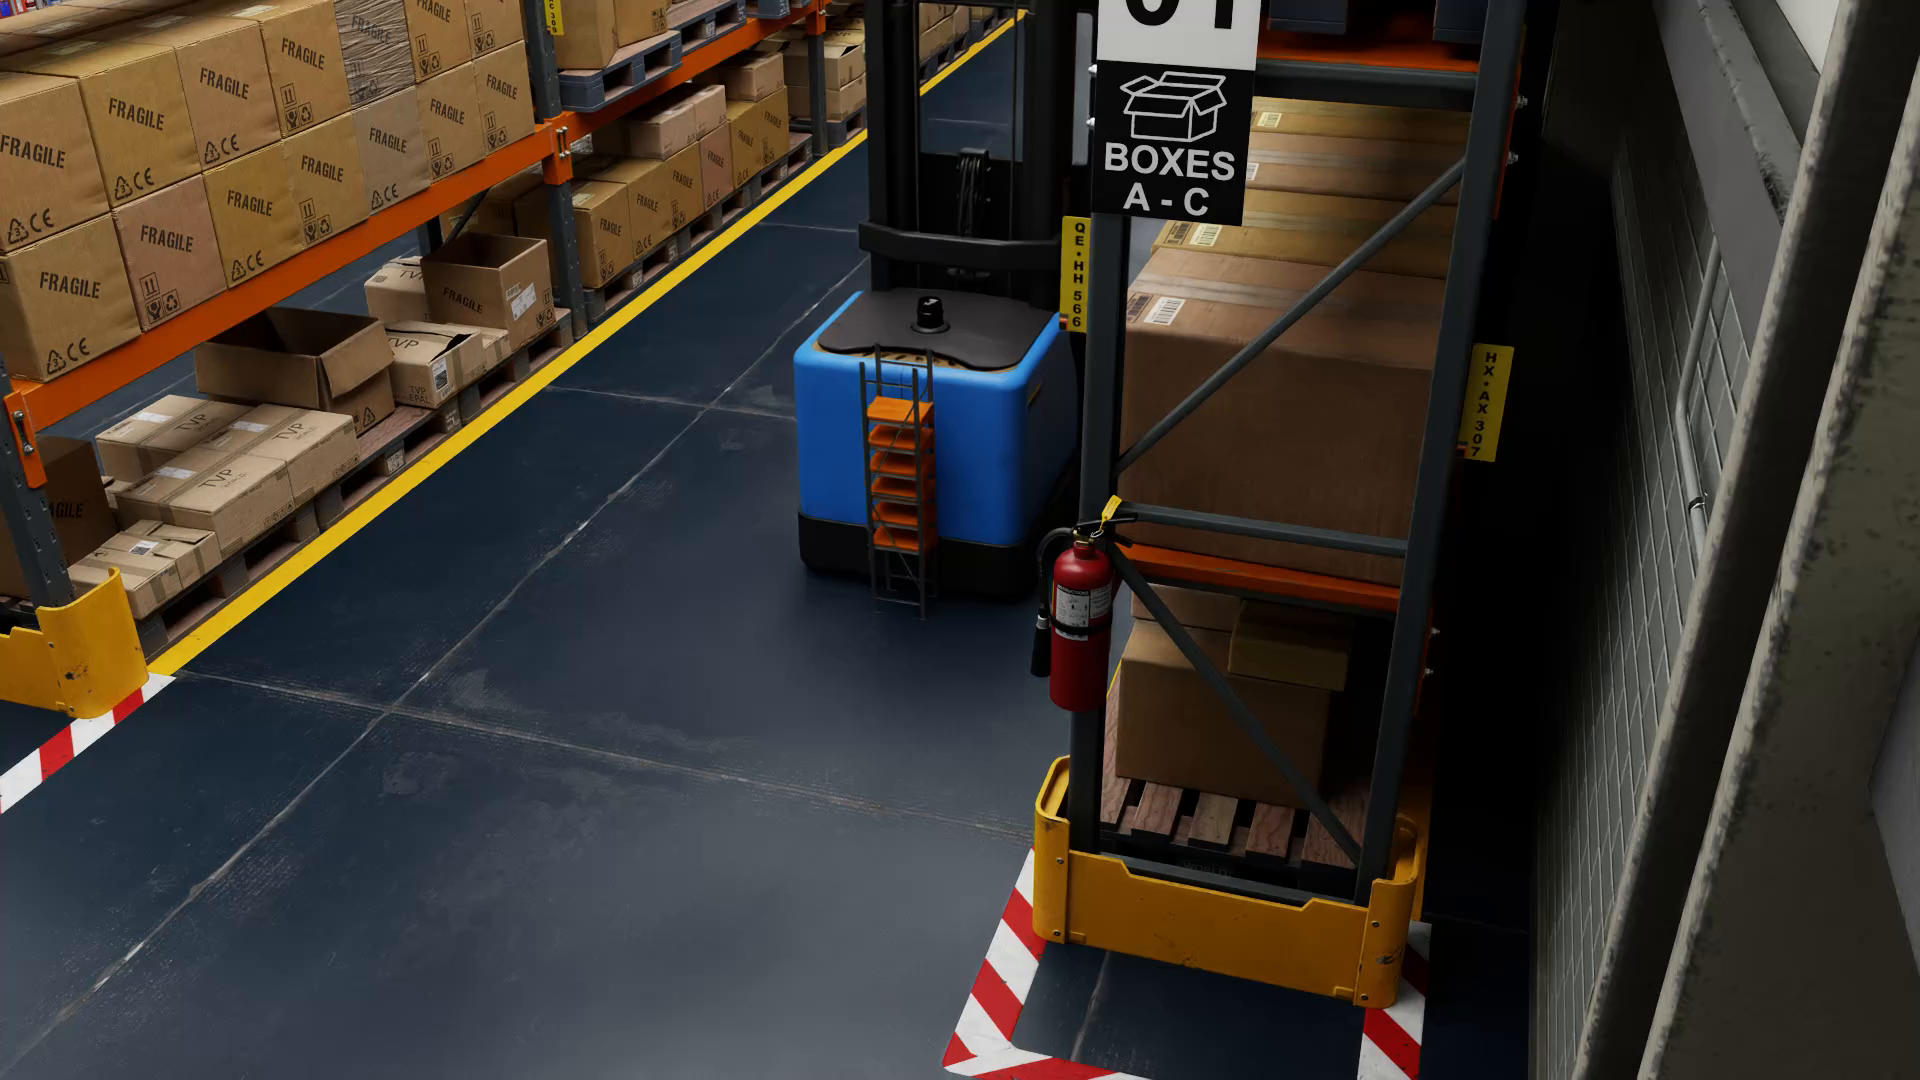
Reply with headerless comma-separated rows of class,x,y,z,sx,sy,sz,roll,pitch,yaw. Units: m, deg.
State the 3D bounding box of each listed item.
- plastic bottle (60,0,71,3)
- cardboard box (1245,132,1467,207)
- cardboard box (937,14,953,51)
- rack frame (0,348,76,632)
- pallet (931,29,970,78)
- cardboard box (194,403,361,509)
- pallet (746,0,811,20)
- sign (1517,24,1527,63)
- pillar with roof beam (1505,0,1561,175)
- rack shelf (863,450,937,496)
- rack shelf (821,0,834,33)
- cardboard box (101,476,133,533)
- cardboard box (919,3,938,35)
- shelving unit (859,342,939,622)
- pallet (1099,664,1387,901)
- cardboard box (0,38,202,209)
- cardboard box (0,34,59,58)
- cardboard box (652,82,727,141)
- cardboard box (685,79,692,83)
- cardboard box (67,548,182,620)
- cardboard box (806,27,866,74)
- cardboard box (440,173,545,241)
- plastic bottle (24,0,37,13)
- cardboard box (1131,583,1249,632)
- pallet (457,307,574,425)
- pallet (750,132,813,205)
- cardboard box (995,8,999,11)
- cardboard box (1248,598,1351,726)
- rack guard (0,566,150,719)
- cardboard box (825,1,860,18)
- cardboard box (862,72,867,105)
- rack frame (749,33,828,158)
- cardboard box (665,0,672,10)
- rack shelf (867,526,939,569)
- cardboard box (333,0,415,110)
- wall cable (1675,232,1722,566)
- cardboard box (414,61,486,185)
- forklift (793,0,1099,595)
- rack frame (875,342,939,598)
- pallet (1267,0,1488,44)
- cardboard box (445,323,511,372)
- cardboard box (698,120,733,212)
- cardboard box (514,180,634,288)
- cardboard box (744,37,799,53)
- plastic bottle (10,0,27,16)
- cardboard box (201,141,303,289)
plastic bottle,-6.530,-4.036,12.052,0.097,0.271,0.097,0,29,0
cardboard box,1.413,-1.088,6.311,0.980,0.700,0.700,7,30,12
cardboard box,-0.371,-4.820,15.726,0.500,0.250,0.500,8,30,14
rack frame,-3.899,-0.731,5.978,1.000,3.000,0.127,8,30,15
pallet,-0.556,-4.741,16.055,1.003,0.211,1.213,8,30,15
cardboard box,-3.175,-0.398,7.756,0.500,0.250,0.500,8,30,15
pallet,-1.683,-4.040,12.123,1.213,0.211,1.003,8,30,15
sign,2.543,-2.219,7.681,0.100,0.325,0.005,8,30,15
pillar with roof beam,0.279,-7.460,11.903,9.100,9.000,0.400,8,30,15
rack shelf,-0.246,-0.288,6.868,0.258,0.103,0.180,8,33,15
rack shelf,-0.964,-5.063,14.507,1.077,0.370,4.000,8,30,15
cardboard box,-3.770,-0.148,7.392,0.380,0.166,0.250,8,30,15
cardboard box,-0.517,-4.831,15.168,0.500,0.311,0.500,8,30,15
shelving unit,-0.245,-0.224,6.908,0.258,1.200,0.189,8,33,15
pallet,0.998,0.810,6.076,1.003,0.211,1.213,8,30,15
cardboard box,-3.370,-1.624,6.452,0.500,0.500,0.500,9,30,15
cardboard box,-3.884,-1.692,6.575,0.500,0.500,0.500,9,30,16
cardboard box,-1.910,-2.905,11.234,0.500,0.250,0.500,8,30,14
cardboard box,-2.106,-3.133,12.416,0.500,0.500,0.500,7,30,13
cardboard box,-3.448,0.177,6.826,0.380,0.149,0.250,8,30,15
cardboard box,-0.970,-4.122,13.894,0.500,0.311,0.500,8,30,14
cardboard box,-2.854,-1.960,10.306,0.500,0.500,0.500,8,30,15
plastic bottle,-6.627,-3.852,11.794,0.097,0.201,0.097,0,29,0
cardboard box,0.811,0.175,5.823,0.380,0.149,0.250,8,30,14
pallet,-2.927,-1.052,9.424,1.003,0.211,1.213,8,30,15
pallet,-1.806,-2.888,12.725,1.003,0.211,1.213,8,30,15
cardboard box,0.201,-5.693,17.295,0.500,0.250,0.500,8,30,15
cardboard box,1.094,0.311,6.244,0.700,0.500,0.500,8,30,15
rack guard,-3.877,0.326,6.649,1.175,0.500,0.348,8,30,15
cardboard box,-1.186,-4.663,14.867,0.500,0.311,0.500,9,30,16
cardboard box,-0.970,-3.866,14.010,0.500,0.250,0.500,8,30,13
rack frame,-1.551,-4.448,12.661,1.000,3.000,0.127,8,30,15
cardboard box,-2.265,-3.647,10.685,0.700,0.500,0.500,1,29,2
rack shelf,-0.240,0.017,7.059,0.258,0.103,0.180,8,33,15
cardboard box,-2.922,-2.326,7.714,0.500,0.500,0.500,9,30,15
wall cable,1.366,0.261,3.151,0.084,1.984,1.851,8,30,15
cardboard box,-2.776,-2.125,8.381,0.500,0.500,0.500,9,30,16
forklift,0.201,-1.746,7.873,1.130,2.935,3.031,8,30,15
rack frame,-0.219,-0.271,6.982,0.240,1.200,0.006,8,33,15
pallet,1.045,-1.644,4.625,1.003,0.211,1.213,8,30,15
cardboard box,-2.674,-1.048,9.028,0.380,0.149,0.250,8,30,15
cardboard box,-1.901,-2.595,11.448,0.500,0.500,0.500,7,30,13
cardboard box,-2.350,-1.879,10.162,0.500,0.500,0.500,7,30,13
cardboard box,-1.632,-3.954,13.592,0.500,0.311,0.500,9,30,16
plastic bottle,-6.687,-3.835,11.686,0.152,0.276,0.135,8,30,15
cardboard box,-3.220,-1.416,7.107,0.500,0.500,0.500,8,30,15
